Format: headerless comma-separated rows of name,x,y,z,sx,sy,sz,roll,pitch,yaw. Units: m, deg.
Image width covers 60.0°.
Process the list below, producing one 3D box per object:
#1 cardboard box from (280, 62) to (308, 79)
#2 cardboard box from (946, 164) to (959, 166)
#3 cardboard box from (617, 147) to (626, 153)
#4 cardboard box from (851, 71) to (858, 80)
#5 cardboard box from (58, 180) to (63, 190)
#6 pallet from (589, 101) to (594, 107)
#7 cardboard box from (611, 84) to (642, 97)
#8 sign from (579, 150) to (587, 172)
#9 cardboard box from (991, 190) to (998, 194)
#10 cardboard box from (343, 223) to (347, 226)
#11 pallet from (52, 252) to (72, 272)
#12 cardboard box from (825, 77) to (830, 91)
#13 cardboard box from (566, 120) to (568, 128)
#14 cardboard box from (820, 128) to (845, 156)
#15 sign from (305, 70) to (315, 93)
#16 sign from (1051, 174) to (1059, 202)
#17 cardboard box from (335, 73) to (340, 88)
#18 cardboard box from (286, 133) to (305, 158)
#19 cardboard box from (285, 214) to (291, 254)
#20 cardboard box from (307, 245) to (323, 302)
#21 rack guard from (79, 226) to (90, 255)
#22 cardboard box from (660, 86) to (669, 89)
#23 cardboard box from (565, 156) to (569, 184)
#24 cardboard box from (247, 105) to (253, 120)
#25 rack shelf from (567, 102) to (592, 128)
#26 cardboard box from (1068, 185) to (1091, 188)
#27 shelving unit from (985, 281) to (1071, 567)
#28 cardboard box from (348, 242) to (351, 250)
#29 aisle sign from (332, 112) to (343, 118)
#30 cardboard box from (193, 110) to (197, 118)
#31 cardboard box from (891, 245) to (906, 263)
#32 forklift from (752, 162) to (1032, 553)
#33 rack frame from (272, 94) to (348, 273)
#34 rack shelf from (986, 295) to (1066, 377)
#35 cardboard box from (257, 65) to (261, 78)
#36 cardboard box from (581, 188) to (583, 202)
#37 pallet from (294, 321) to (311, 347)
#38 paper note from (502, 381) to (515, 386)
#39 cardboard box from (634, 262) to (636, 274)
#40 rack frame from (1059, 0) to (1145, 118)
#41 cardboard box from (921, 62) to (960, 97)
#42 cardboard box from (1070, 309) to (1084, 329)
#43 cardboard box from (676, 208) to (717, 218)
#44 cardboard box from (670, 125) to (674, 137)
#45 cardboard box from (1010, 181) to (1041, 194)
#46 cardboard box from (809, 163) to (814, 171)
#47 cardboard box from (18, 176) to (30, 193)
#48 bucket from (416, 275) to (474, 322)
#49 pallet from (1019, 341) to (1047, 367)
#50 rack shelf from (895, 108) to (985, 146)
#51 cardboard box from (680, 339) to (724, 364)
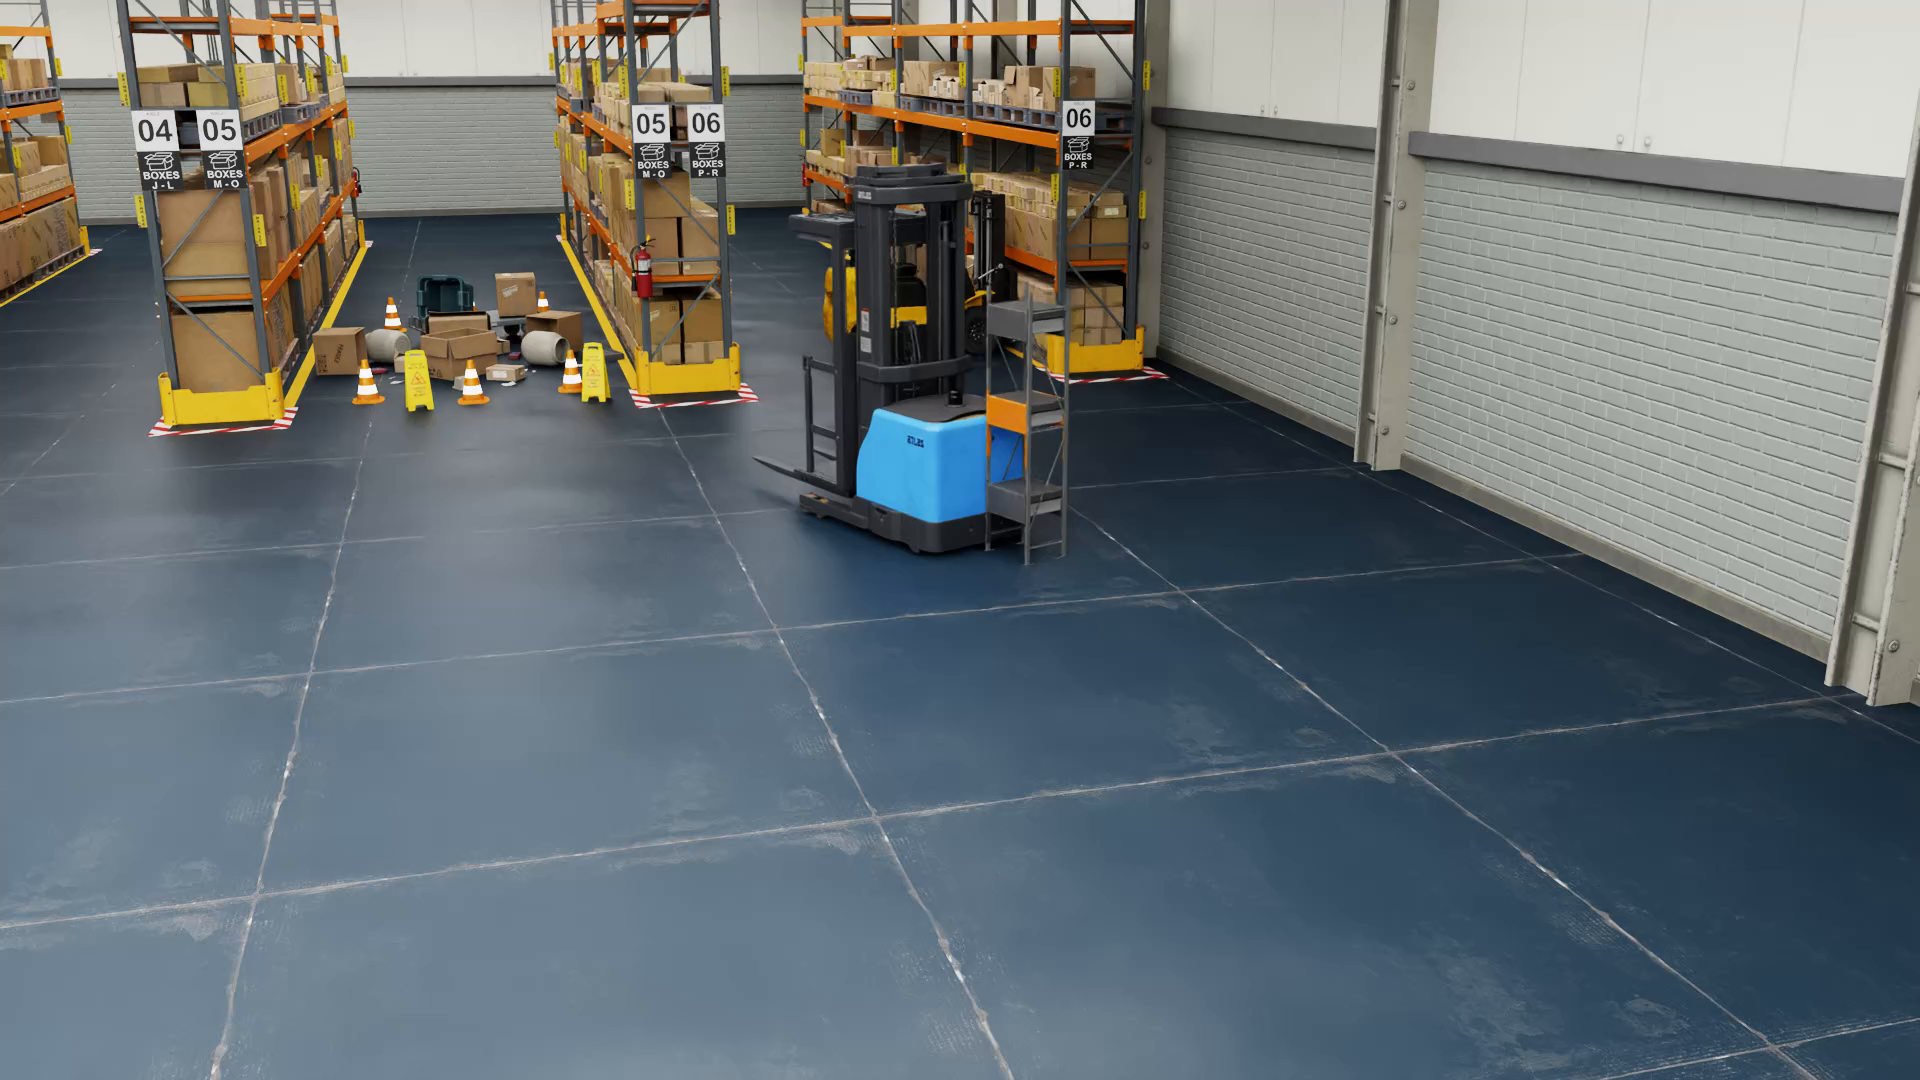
cardboard box,-10.033,-7.076,25.076,0.396,0.266,0.258,-5,17,-15
cardboard box,-0.079,-5.982,26.853,0.380,0.149,0.250,-4,17,-14
cardboard box,-5.214,-6.051,26.469,0.500,0.500,0.500,-5,18,-17
cardboard box,-1.714,-8.248,29.497,0.380,0.149,0.250,-5,17,-16
cardboard box,-16.417,-6.394,29.960,0.380,0.149,0.250,-4,17,-14
pallet,-6.113,-7.570,28.557,0.805,0.209,1.217,-5,18,-17
cardboard box,-4.115,-5.564,20.598,0.380,0.149,0.250,-5,18,-17
sign,-5.846,-5.878,25.793,0.100,0.325,0.005,-5,17,-15
cardboard box,0.630,-4.616,22.305,0.380,0.149,0.250,-5,17,-16
cardboard box,-11.445,-5.722,30.478,0.380,0.149,0.250,-5,17,-15
pallet,-16.414,-4.910,29.431,1.003,0.211,1.213,-5,17,-15
cardboard box,-2.297,-8.774,31.978,0.500,0.250,0.500,-4,17,-14
cardboard box,-7.176,-7.797,31.156,0.380,0.149,0.250,-5,17,-15
cardboard box,-2.462,-7.842,32.786,0.500,0.500,0.500,-4,17,-14
sign,-9.509,-6.712,24.334,0.100,0.325,0.005,-5,17,-15
sign,1.131,-4.178,19.721,0.100,0.325,0.005,-5,17,-15
cardboard box,-11.592,-8.375,30.297,0.500,0.250,0.500,-4,17,-14
cardboard box,-11.534,-6.833,28.557,0.500,0.500,0.500,-5,18,-17
cardboard box,-8.833,-3.813,20.671,0.875,0.550,0.550,-5,17,-15
cardboard box,-9.964,-3.897,24.391,1.050,0.750,0.750,-5,17,-16
rack guard,-17.047,-5.607,31.249,1.175,0.500,0.348,-5,17,-15
cardboard box,-3.404,-5.391,20.022,0.380,0.149,0.250,-4,17,-14
cardboard box,-7.085,-6.910,31.069,0.500,0.500,0.500,-5,17,-16
cardboard box,-7.772,-4.561,17.741,0.380,0.149,0.250,-5,17,-15
rack shelf,-5.863,-7.013,27.622,1.077,0.370,4.000,-5,17,-15
cardboard box,1.494,-4.447,21.224,0.380,0.149,0.250,-4,17,-14
shelving unit,0.513,-0.889,12.763,0.431,2.100,0.503,-12,21,-36
cardboard box,-11.331,-5.373,30.350,0.380,0.149,0.250,-5,17,-17
aisle sign,-11.975,-8.451,31.852,0.394,0.787,0.004,-5,17,-15
cardboard box,-8.612,-4.718,18.263,0.380,0.149,0.250,-5,17,-15
cardboard box,-0.865,-4.865,28.050,0.500,0.500,0.500,-4,17,-14
forklift,-0.715,-1.662,13.890,1.130,2.935,3.031,-12,21,-36
rack frame,-11.144,-6.055,28.396,1.000,3.000,0.127,-5,17,-15
rack shelf,0.513,-1.547,12.565,0.431,0.518,0.480,-12,21,-36
cardboard box,-8.121,-5.293,18.793,0.380,0.149,0.250,-4,17,-15
cardboard box,-5.980,-5.696,27.462,0.500,0.250,0.500,-5,17,-16
pallet,-9.230,-2.714,22.121,1.003,0.211,1.213,-5,17,-15
paper note,-5.289,-1.837,19.515,0.148,0.019,0.142,-12,20,-34
cardboard box,-3.600,-3.183,19.270,0.380,0.149,0.250,-5,17,-16
rack frame,1.657,-6.422,19.189,1.000,3.000,0.127,-5,17,-15
cardboard box,-0.297,-6.994,25.229,0.500,0.500,0.500,-4,17,-14
cardboard box,1.222,-2.782,20.681,0.500,0.250,0.500,-5,17,-16
cardboard box,-3.124,-3.641,19.670,0.500,0.500,0.500,-4,17,-14
cardboard box,-3.184,-4.797,19.430,0.380,0.149,0.250,-5,17,-16
cardboard box,0.876,-4.627,21.823,0.380,0.149,0.250,-5,17,-15
cardboard box,-2.914,-7.741,34.446,0.380,0.149,0.250,-5,17,-16
cardboard box,-15.818,-5.912,27.664,0.500,0.250,0.500,-5,17,-16
bucket,-6.692,-3.147,21.763,0.726,0.611,0.620,1,7,4
pallet,1.406,-2.421,21.146,1.003,0.211,1.213,-5,17,-15
rack shelf,0.008,-6.300,25.249,1.077,0.370,4.000,-5,17,-15
cardboard box,-3.071,-2.284,19.893,0.500,0.250,0.500,-5,17,-16
